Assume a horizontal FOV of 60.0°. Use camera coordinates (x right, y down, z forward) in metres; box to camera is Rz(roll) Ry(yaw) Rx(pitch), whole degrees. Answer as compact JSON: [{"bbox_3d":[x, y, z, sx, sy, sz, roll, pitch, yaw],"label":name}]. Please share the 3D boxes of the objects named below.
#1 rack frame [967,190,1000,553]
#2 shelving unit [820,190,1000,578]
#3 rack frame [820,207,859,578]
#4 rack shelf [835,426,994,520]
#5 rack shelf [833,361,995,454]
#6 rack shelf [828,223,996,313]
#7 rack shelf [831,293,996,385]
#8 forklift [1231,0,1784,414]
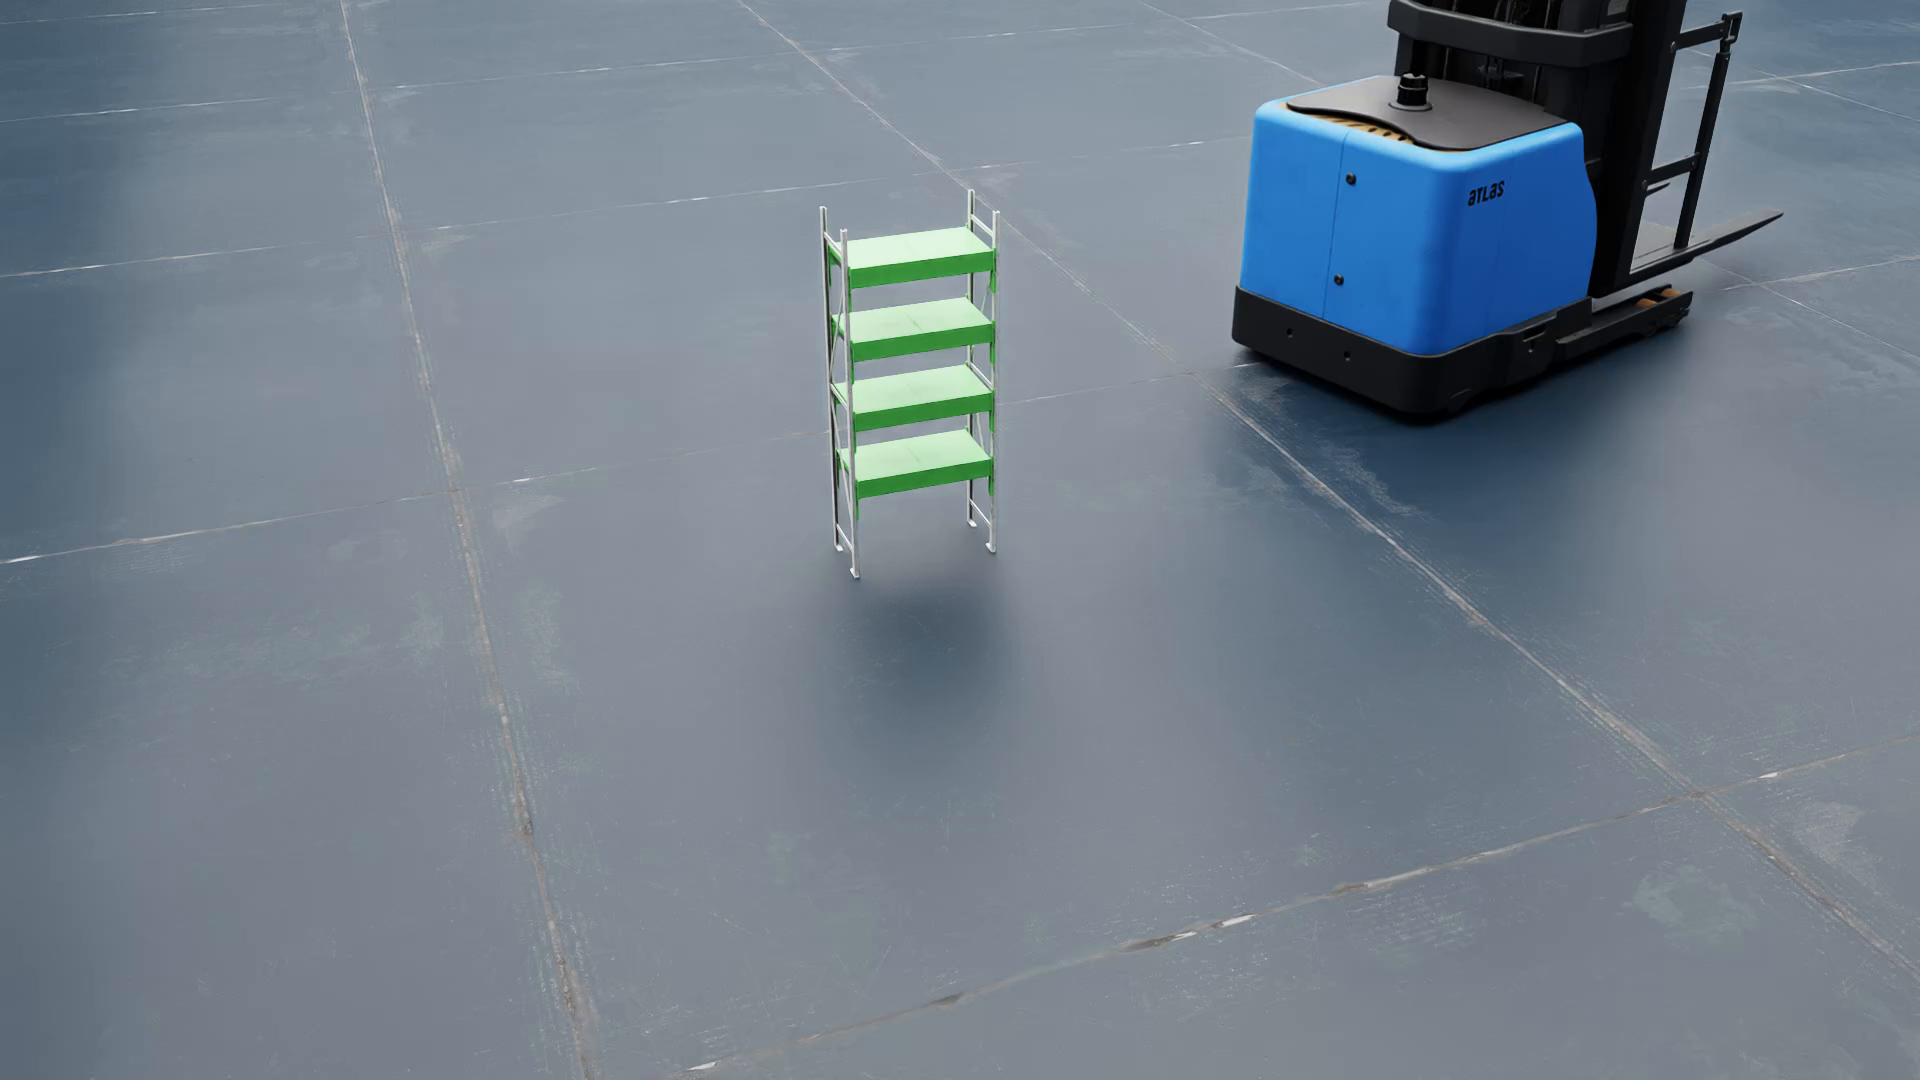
[{"bbox_3d":[0.074,-0.535,5.477,0.015,1.200,0.240,-10,31,-18],"label":"rack frame"},{"bbox_3d":[-0.155,-0.493,5.403,0.503,1.200,0.258,-10,31,-18],"label":"shelving unit"},{"bbox_3d":[-0.384,-0.451,5.329,0.015,1.200,0.240,-10,31,-18],"label":"rack frame"},{"bbox_3d":[-0.155,-0.229,5.553,0.480,0.148,0.258,-10,31,-18],"label":"rack shelf"},{"bbox_3d":[-0.155,-0.437,5.434,0.480,0.148,0.258,-10,31,-18],"label":"rack shelf"},{"bbox_3d":[-0.155,-0.854,5.197,0.480,0.148,0.258,-10,31,-18],"label":"rack shelf"},{"bbox_3d":[-0.155,-0.646,5.316,0.480,0.148,0.258,-10,31,-18],"label":"rack shelf"},{"bbox_3d":[2.633,-2.349,6.912,3.031,2.935,1.130,-21,36,-33],"label":"forklift"}]
